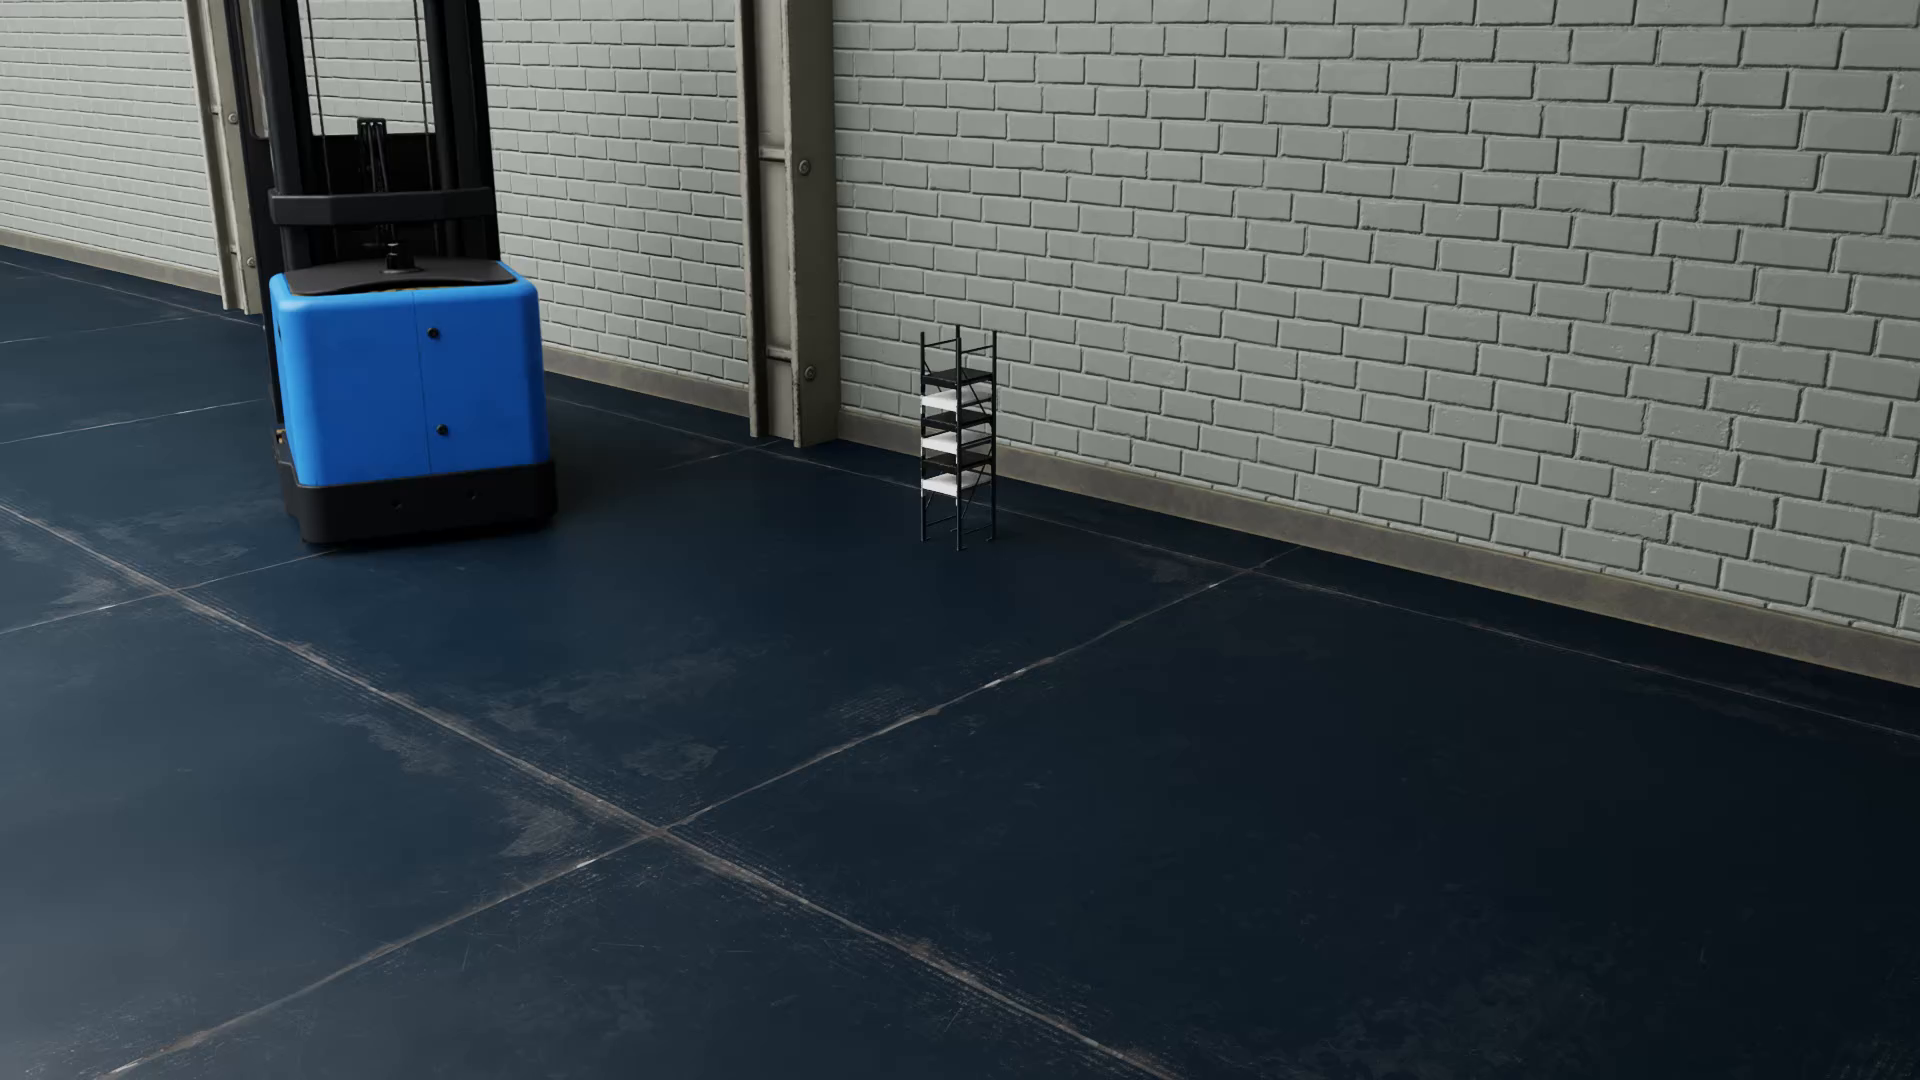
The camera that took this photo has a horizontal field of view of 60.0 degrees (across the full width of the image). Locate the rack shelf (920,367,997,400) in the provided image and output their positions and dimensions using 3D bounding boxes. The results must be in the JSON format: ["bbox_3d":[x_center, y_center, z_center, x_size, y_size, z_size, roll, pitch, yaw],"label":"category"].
[{"bbox_3d":[-0.006,-0.656,6.909,0.200,0.077,0.258,15,23,39],"label":"rack shelf"}]

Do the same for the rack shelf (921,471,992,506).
[{"bbox_3d":[-0.006,-0.227,7.045,0.200,0.077,0.258,15,23,39],"label":"rack shelf"}]

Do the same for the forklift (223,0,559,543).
[{"bbox_3d":[-2.821,-1.787,7.896,1.130,2.935,3.031,-8,19,-23],"label":"forklift"}]

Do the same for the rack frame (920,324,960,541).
[{"bbox_3d":[-0.082,-0.451,7.045,0.006,0.900,0.240,15,23,39],"label":"rack frame"}]

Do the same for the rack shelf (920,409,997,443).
[{"bbox_3d":[-0.006,-0.485,6.964,0.200,0.077,0.258,15,23,39],"label":"rack shelf"}]

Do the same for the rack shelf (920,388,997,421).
[{"bbox_3d":[-0.006,-0.570,6.936,0.200,0.077,0.258,15,23,39],"label":"rack shelf"}]

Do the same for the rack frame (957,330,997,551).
[{"bbox_3d":[0.070,-0.410,6.916,0.006,0.900,0.240,15,23,39],"label":"rack frame"}]

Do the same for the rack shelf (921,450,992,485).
[{"bbox_3d":[-0.006,-0.313,7.018,0.200,0.077,0.258,15,23,39],"label":"rack shelf"}]

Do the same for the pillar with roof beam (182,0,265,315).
[{"bbox_3d":[-8.217,-5.071,8.215,0.400,9.000,9.100,15,23,39],"label":"pillar with roof beam"}]

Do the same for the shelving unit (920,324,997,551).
[{"bbox_3d":[-0.006,-0.431,6.981,0.210,0.900,0.258,15,23,39],"label":"shelving unit"}]

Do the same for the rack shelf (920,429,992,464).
[{"bbox_3d":[-0.006,-0.399,6.991,0.200,0.077,0.258,15,23,39],"label":"rack shelf"}]

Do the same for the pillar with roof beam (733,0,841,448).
[{"bbox_3d":[-3.729,-3.867,4.419,0.400,9.000,9.100,15,23,39],"label":"pillar with roof beam"}]
